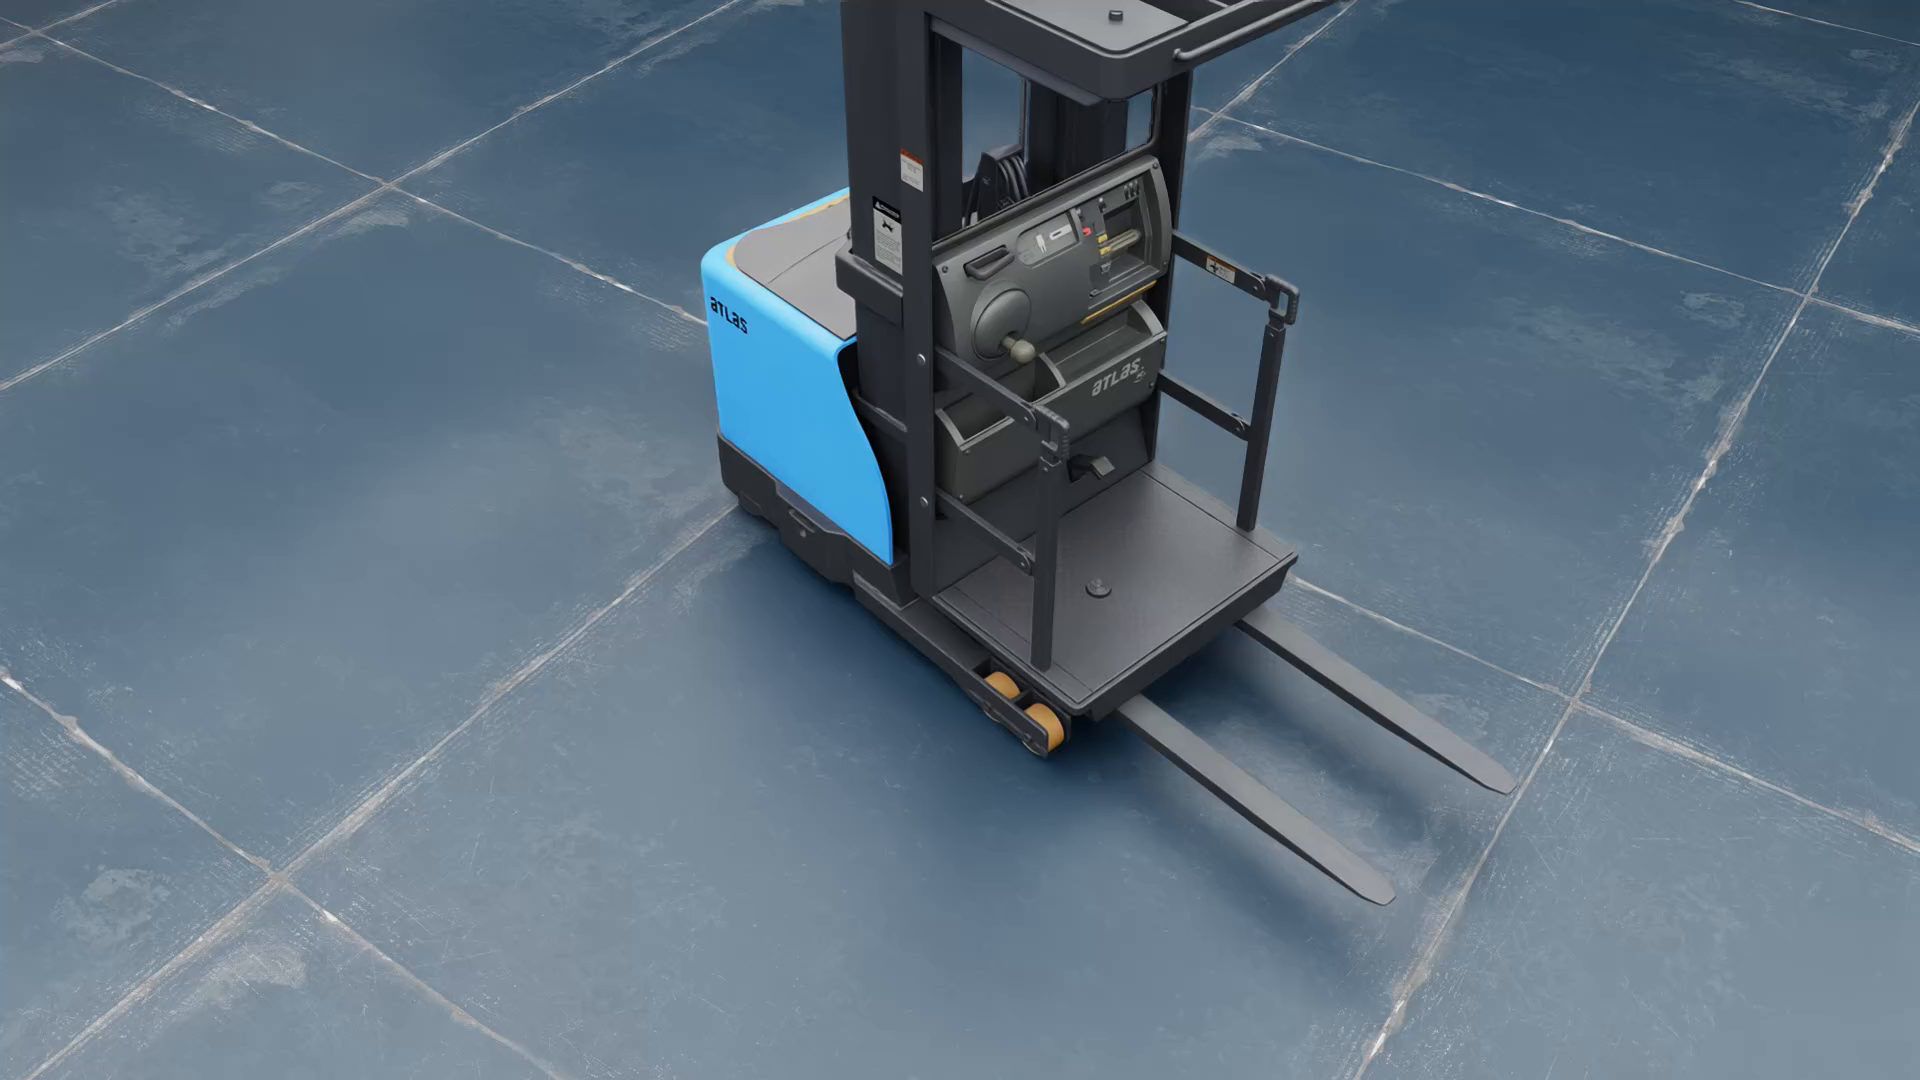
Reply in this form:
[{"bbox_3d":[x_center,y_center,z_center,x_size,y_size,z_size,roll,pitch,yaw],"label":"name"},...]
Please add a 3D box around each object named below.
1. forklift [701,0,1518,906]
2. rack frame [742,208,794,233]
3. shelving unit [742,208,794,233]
[{"bbox_3d":[0.443,-0.778,4.921,1.130,2.935,3.031,-31,50,-30],"label":"forklift"},{"bbox_3d":[-0.721,-0.869,6.547,0.240,0.900,0.006,-31,50,-30],"label":"rack frame"},{"bbox_3d":[-0.653,-0.819,6.491,0.258,0.900,0.210,-31,50,-30],"label":"shelving unit"}]
